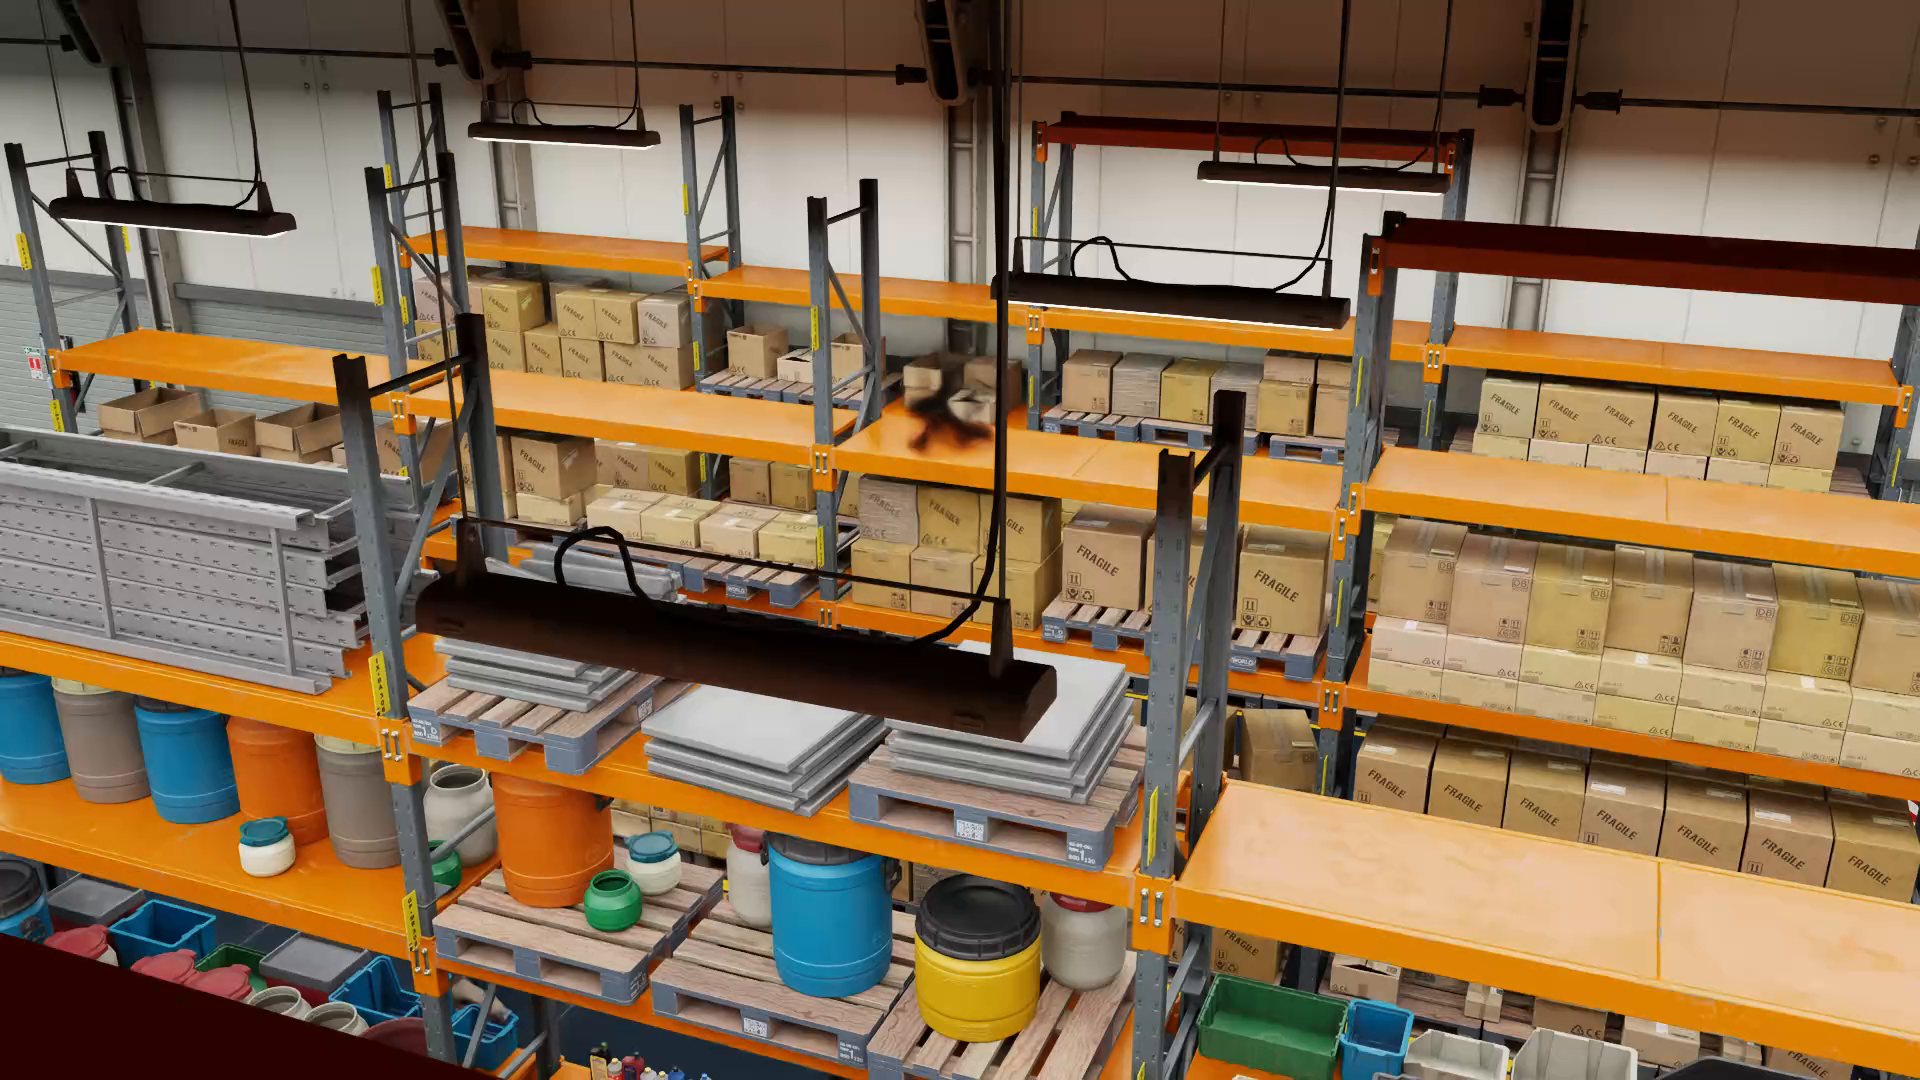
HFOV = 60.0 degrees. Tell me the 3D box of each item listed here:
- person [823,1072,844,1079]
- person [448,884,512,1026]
[{"bbox_3d":[-0.723,3.256,11.468,0.846,1.654,0.590,6,22,15],"label":"person"},{"bbox_3d":[-3.653,2.968,12.245,0.735,1.757,0.671,10,23,24],"label":"person"}]
